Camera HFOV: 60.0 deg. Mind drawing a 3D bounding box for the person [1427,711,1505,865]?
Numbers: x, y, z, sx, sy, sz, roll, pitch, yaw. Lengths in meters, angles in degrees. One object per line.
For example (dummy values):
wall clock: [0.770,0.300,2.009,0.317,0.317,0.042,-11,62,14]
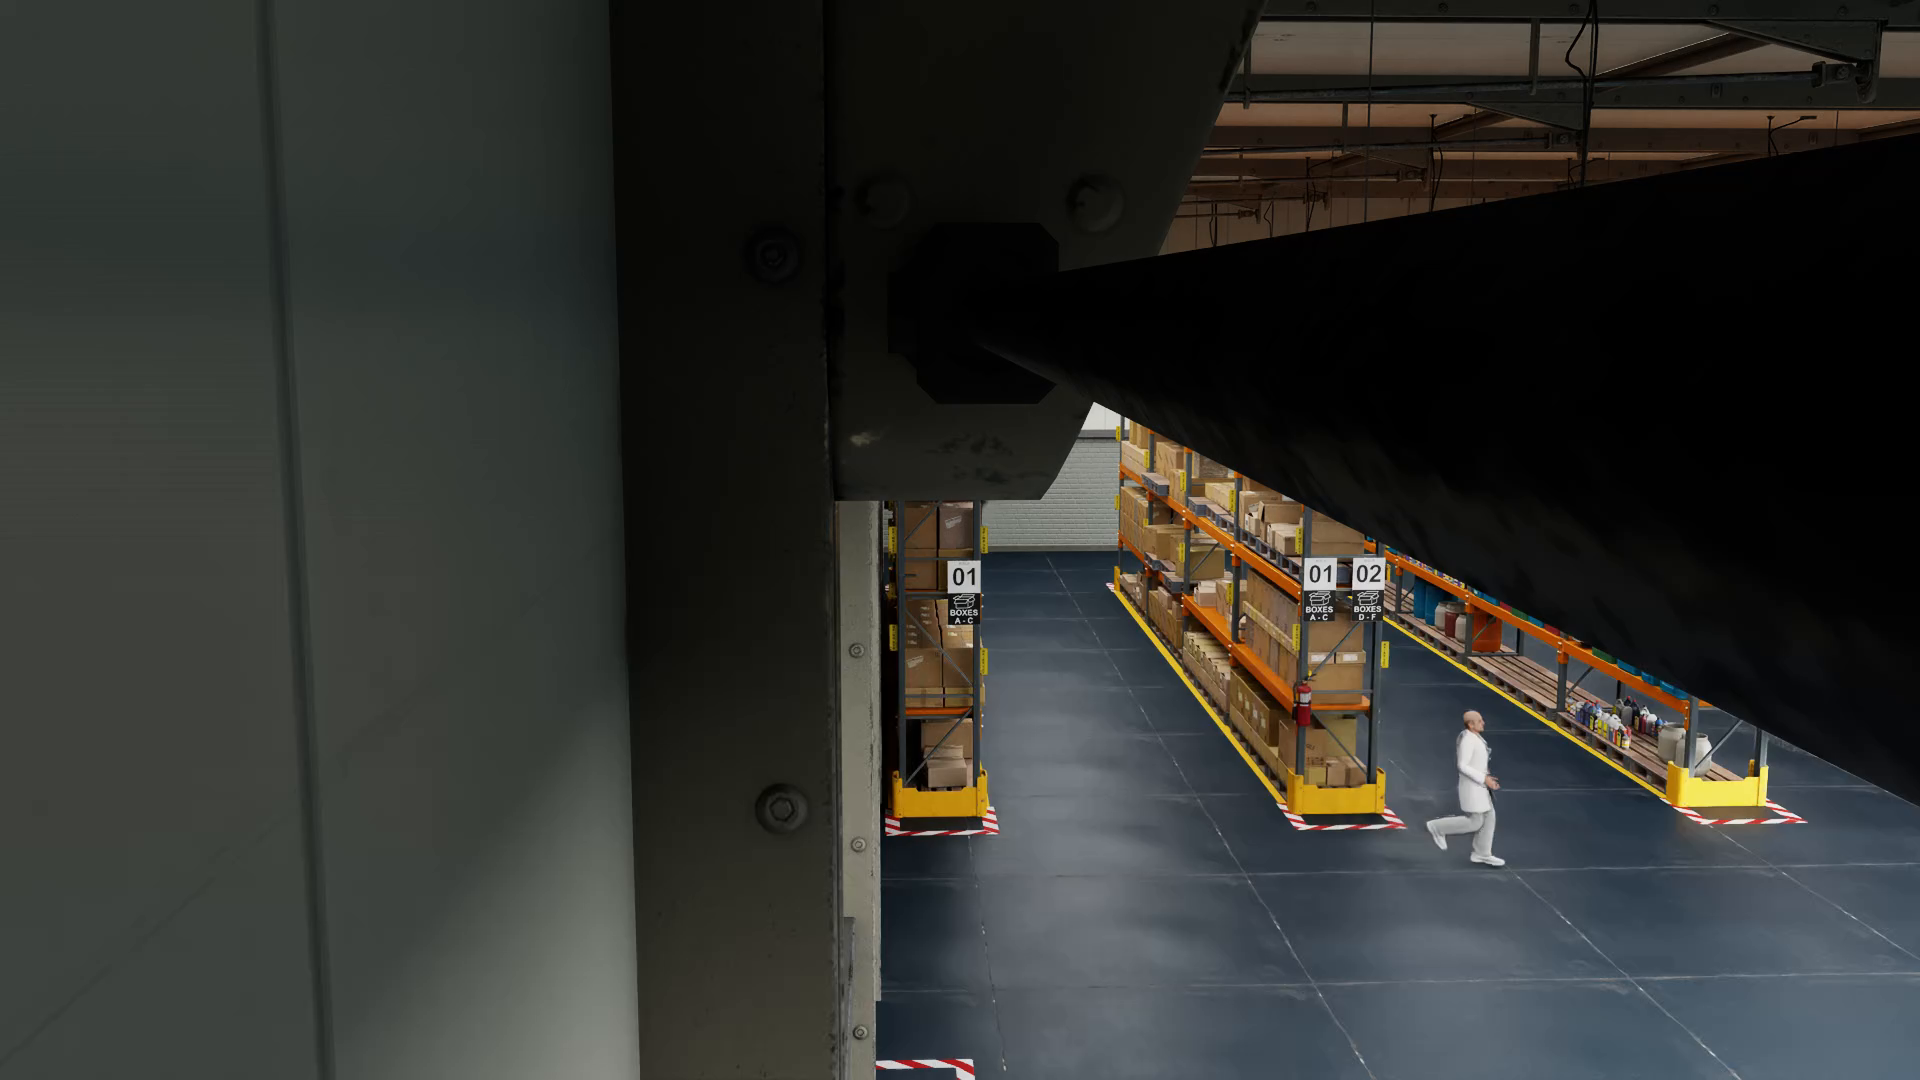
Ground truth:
person: [5.738,2.782,18.761,0.860,1.752,0.723,4,9,23]
